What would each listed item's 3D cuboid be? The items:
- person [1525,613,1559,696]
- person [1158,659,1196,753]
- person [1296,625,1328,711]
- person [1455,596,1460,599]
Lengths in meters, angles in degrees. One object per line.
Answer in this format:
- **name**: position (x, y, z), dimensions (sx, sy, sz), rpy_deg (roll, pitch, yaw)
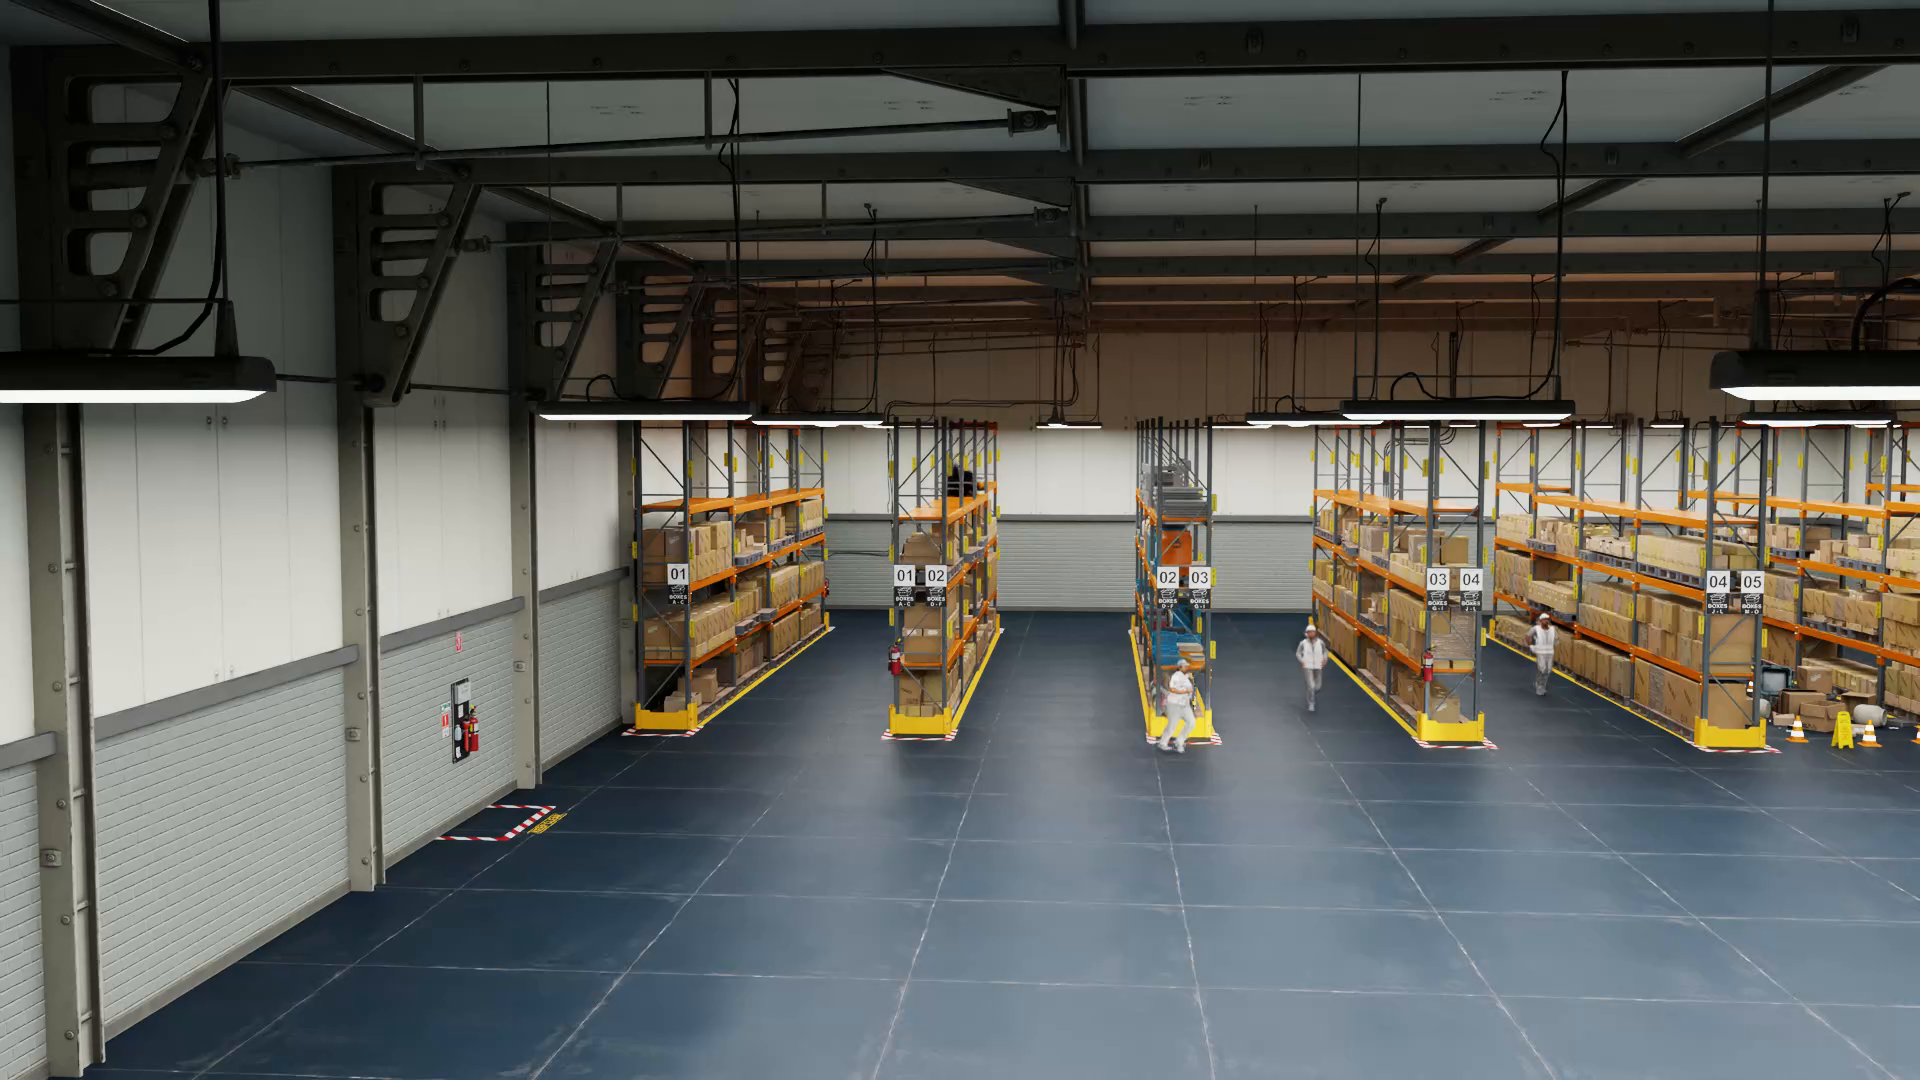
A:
- **person**: position (12.657, 2.492, 35.990), dimensions (0.660, 1.794, 0.660), rpy_deg (0, 4, -4)
- **person**: position (3.940, 2.978, 29.693), dimensions (0.686, 1.697, 0.605), rpy_deg (3, 5, 42)
- **person**: position (7.258, 2.624, 34.307), dimensions (0.660, 1.746, 0.578), rpy_deg (0, 4, 1)
- **person**: position (13.899, 1.871, 46.706), dimensions (0.698, 1.647, 0.627), rpy_deg (-2, 4, -29)
